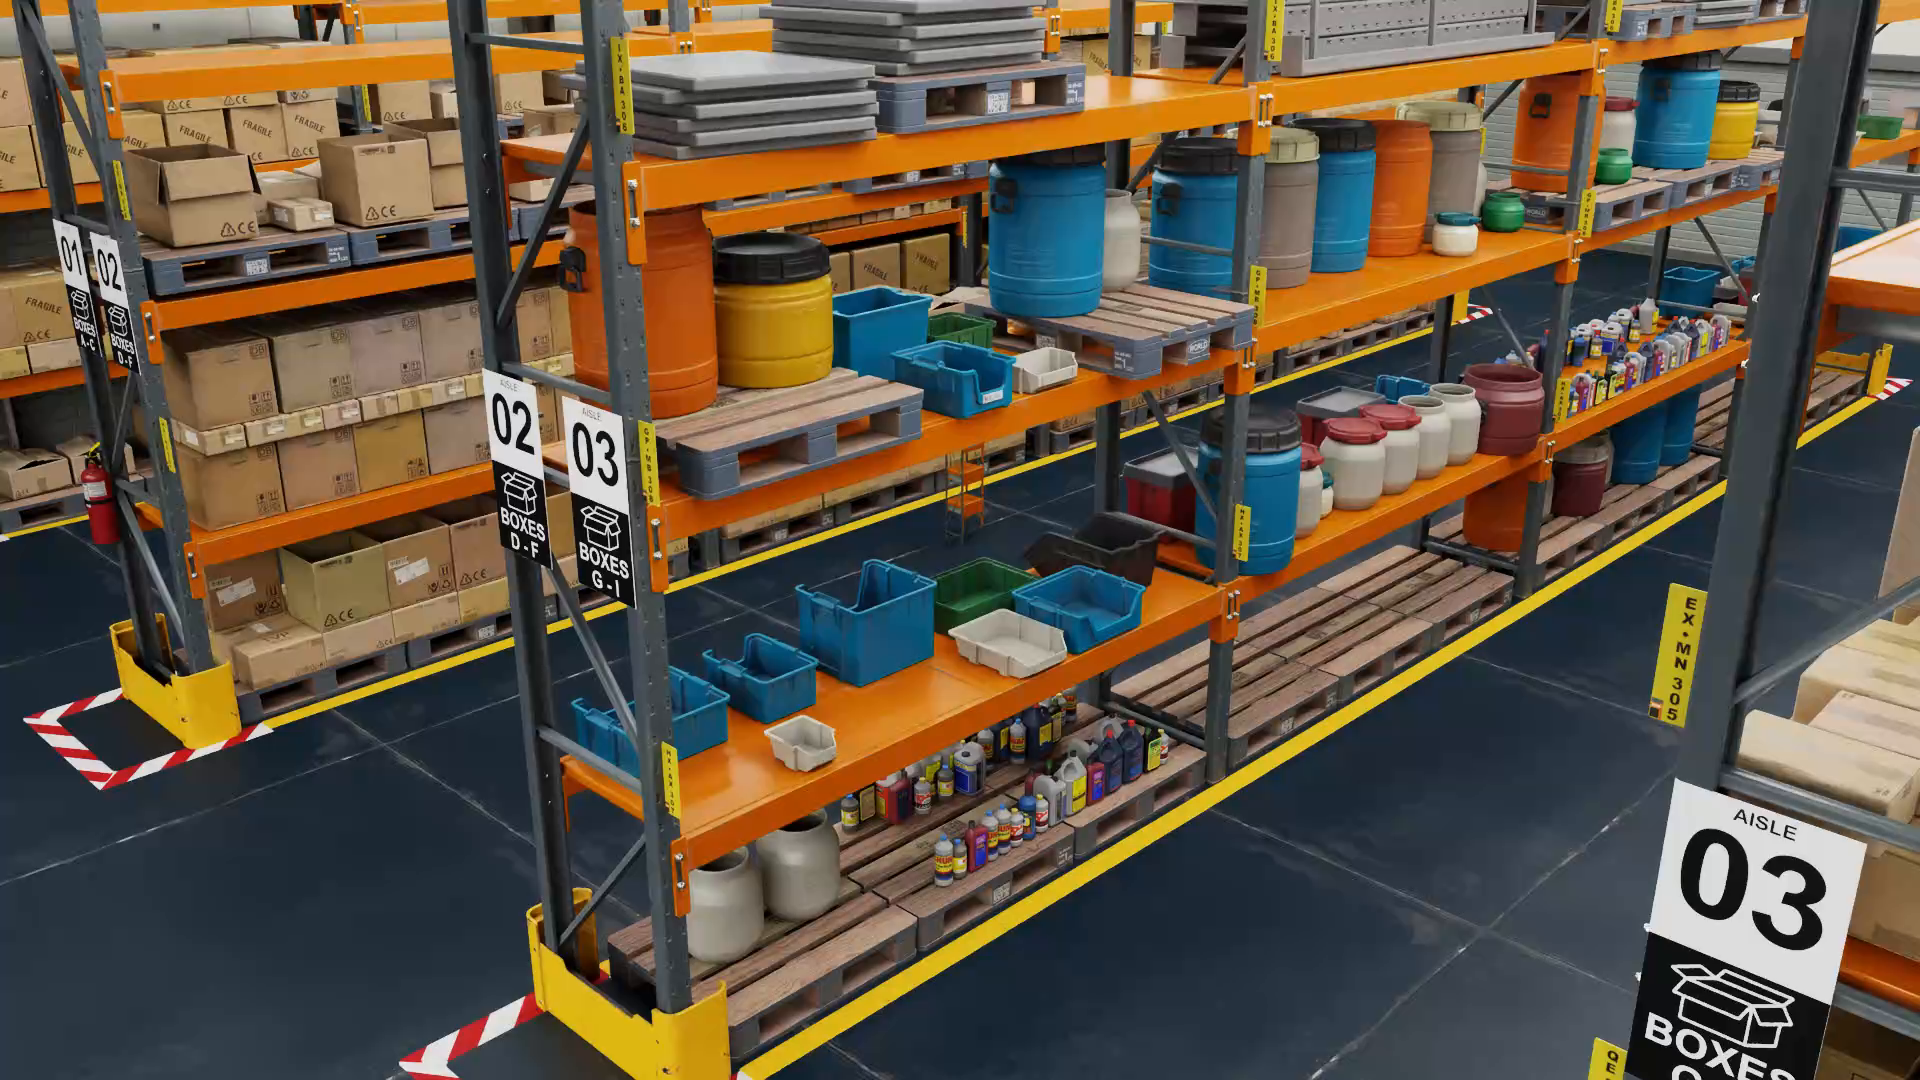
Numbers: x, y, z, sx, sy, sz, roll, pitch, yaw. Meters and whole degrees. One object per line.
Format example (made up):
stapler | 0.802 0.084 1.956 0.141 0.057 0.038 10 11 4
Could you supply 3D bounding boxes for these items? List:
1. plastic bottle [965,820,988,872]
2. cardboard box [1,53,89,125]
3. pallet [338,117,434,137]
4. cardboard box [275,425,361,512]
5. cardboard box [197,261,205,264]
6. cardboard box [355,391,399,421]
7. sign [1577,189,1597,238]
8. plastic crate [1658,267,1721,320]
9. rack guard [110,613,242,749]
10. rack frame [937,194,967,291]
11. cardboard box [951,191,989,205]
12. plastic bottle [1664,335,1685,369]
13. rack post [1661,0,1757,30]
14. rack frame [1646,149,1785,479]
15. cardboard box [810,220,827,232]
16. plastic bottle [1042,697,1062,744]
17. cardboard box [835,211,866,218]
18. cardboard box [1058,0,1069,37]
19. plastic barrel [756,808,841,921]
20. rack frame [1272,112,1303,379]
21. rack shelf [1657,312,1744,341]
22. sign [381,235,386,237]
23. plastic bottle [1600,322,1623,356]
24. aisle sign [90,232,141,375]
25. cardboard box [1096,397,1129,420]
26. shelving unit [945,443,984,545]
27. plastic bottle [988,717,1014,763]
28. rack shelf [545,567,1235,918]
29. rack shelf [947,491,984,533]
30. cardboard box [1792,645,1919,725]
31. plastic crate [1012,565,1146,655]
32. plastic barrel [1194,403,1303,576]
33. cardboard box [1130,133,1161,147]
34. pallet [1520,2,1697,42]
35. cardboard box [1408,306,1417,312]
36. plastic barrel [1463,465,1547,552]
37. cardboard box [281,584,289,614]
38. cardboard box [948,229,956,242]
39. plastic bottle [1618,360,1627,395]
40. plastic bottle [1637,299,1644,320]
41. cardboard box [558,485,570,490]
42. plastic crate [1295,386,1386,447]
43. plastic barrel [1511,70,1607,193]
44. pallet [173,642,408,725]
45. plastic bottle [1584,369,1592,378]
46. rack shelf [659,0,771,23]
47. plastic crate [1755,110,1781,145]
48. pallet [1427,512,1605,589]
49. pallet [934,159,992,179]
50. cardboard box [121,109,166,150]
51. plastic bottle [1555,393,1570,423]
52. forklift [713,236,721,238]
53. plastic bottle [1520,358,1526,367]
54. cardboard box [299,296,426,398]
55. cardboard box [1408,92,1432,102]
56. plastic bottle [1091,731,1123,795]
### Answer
plastic bottle | 0.087 1.597 8.774 0.133 0.283 0.061 -20 28 -41
cardboard box | -7.492 -3.716 13.680 0.500 0.500 0.500 -19 28 -41
pallet | -5.373 -3.976 16.182 1.213 0.211 1.003 19 28 41
cardboard box | -4.421 -0.564 11.085 0.500 0.500 0.700 -19 28 -41
cardboard box | -6.691 -2.366 15.046 0.500 0.500 0.500 18 28 39
cardboard box | -3.971 -0.927 11.124 0.380 0.149 0.250 18 27 39
sign | 4.408 -2.296 11.694 0.100 0.325 0.005 19 28 41
plastic crate | 6.881 -2.335 15.768 0.392 0.384 0.575 19 28 41
rack guard | -5.135 0.908 10.877 1.175 0.500 0.348 19 28 41
rack frame | -0.299 -4.588 21.693 1.000 3.000 0.127 19 28 41
cardboard box | 0.091 -4.864 21.991 0.700 0.700 0.980 -20 28 -41
plastic bottle | 6.055 -1.610 14.118 0.152 0.276 0.135 19 28 41
rack post | 5.478 -4.123 12.819 0.954 0.300 0.937 -17 26 -36
rack frame | 6.799 -2.109 15.242 1.000 3.000 0.127 19 28 41
cardboard box | -1.816 -3.816 20.007 0.250 0.149 0.380 -20 28 -41
plastic bottle | 0.553 1.099 10.069 0.061 0.283 0.133 19 28 41
cardboard box | -1.490 -4.211 20.130 0.500 0.500 0.500 -19 28 -41
cardboard box | 1.094 -6.886 21.930 0.500 0.500 0.500 19 28 41
plastic barrel | -0.818 1.624 8.412 0.421 0.512 0.421 0 21 0
rack frame | 3.253 -3.349 18.470 1.000 3.000 0.127 19 28 41
rack shelf | 8.194 -2.287 16.708 1.077 0.370 4.000 19 28 41
sign | -5.486 -2.802 15.839 0.100 0.325 0.005 19 28 41
plastic bottle | 5.666 -1.751 14.484 0.152 0.276 0.135 19 28 41
aisle sign | -4.945 -1.385 9.734 0.394 0.787 0.004 19 28 41
cardboard box | 1.346 -1.541 16.636 0.500 0.500 0.500 18 27 39
shelving unit | 0.037 -0.504 13.784 0.215 1.050 0.252 19 28 41
plastic bottle | 0.226 1.131 9.892 0.144 0.351 0.185 18 27 38
rack shelf | -0.177 0.798 8.683 1.077 0.370 4.000 19 28 41
rack shelf | 0.037 -0.234 13.887 0.215 0.259 0.240 19 28 41
cardboard box | 2.325 0.415 4.149 0.380 0.149 0.250 18 27 38
plastic crate | 0.641 0.370 9.001 0.499 0.251 0.616 19 28 41
plastic barrel | 1.705 -0.310 9.863 0.600 0.901 0.708 19 28 41
cardboard box | 1.461 -4.153 16.241 0.910 0.500 0.500 19 28 41
pallet | 4.534 -3.784 12.058 1.213 0.211 1.003 19 28 41
cardboard box | 5.493 -2.977 20.838 0.380 0.166 0.250 19 28 41
plastic barrel | 4.338 -0.394 13.219 0.600 0.830 0.708 19 28 41
cardboard box | -4.616 0.479 11.756 0.500 0.250 0.500 19 28 41
cardboard box | 0.053 -4.099 22.415 0.380 0.149 0.250 19 28 40
plastic bottle | 5.288 -1.311 13.346 0.097 0.271 0.097 0 21 0
plastic bottle | 6.238 -2.067 15.295 0.061 0.283 0.133 19 28 41
cardboard box | -2.852 -0.256 12.624 0.500 0.500 0.500 19 28 41
plastic crate | 2.662 -0.772 11.674 0.402 0.464 0.583 19 28 41
plastic barrel | 4.407 -3.022 12.254 0.600 0.830 0.708 19 28 41
pallet | -4.615 0.830 11.483 1.003 0.211 1.213 19 28 41
plastic bottle | 4.922 -1.208 13.077 0.097 0.271 0.097 0 21 0
rack shelf | -1.694 -6.352 19.480 1.077 0.370 4.000 19 28 41
plastic crate | 7.822 -3.989 16.119 0.437 0.282 0.530 19 28 41
pallet | 4.529 0.008 13.621 1.003 0.211 1.213 19 28 41
pallet | 0.053 -3.436 14.778 1.003 0.211 1.213 -19 28 -40
cardboard box | -7.140 -3.390 14.227 0.500 0.500 0.500 -18 27 -39
plastic bottle | 4.542 -1.053 12.668 0.152 0.276 0.135 19 28 41
forklift | -2.666 -2.532 16.439 1.130 2.935 3.031 10 23 25
plastic bottle | 4.647 -1.433 13.761 0.097 0.201 0.097 0 21 0
cardboard box | -4.033 -1.314 11.226 0.700 0.500 0.500 19 28 41
cardboard box | 5.178 -5.252 19.448 0.500 0.250 0.500 19 28 41
plastic bottle | 0.842 1.266 9.541 0.144 0.351 0.185 18 27 38
